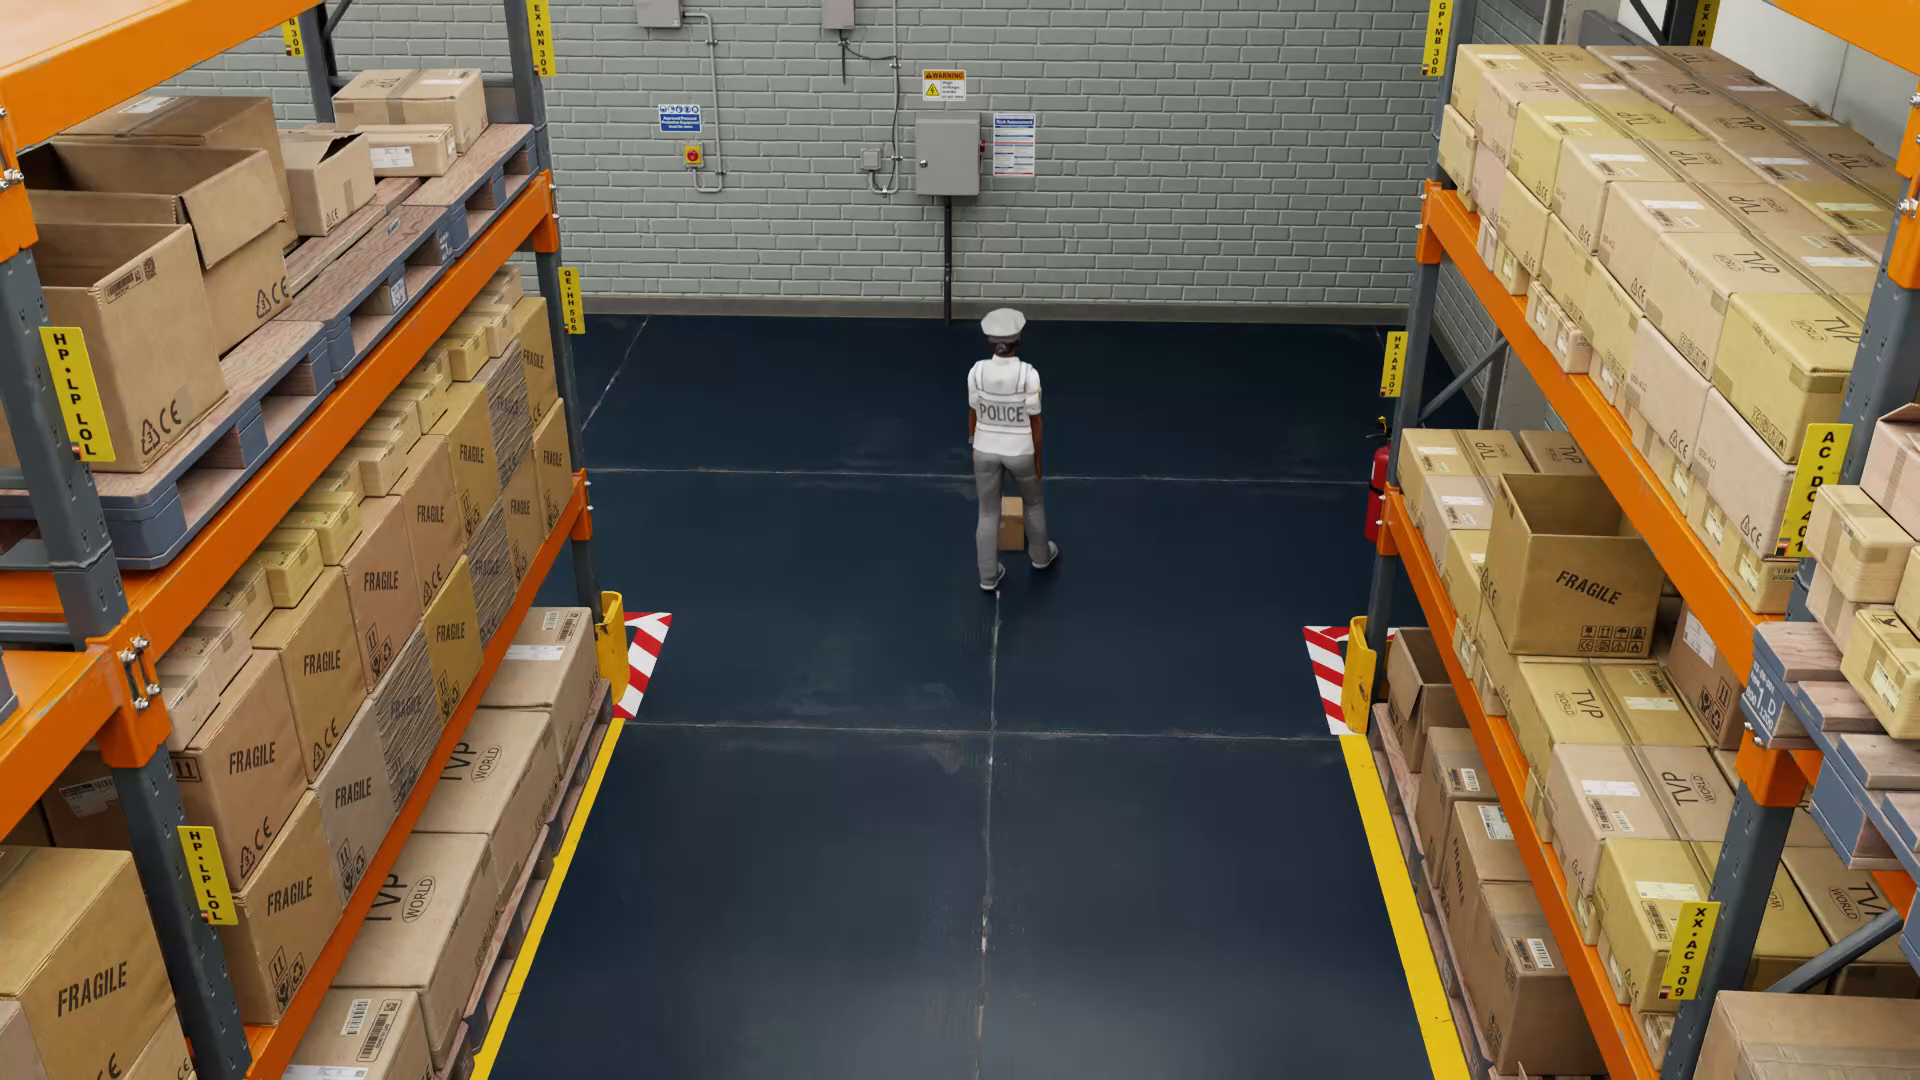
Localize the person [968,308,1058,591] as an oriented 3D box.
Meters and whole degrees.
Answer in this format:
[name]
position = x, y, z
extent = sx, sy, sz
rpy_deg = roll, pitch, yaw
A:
[person]
position = 0.313, -0.556, 9.625
extent = 0.497, 1.672, 0.585
rpy_deg = 5, 29, 9
